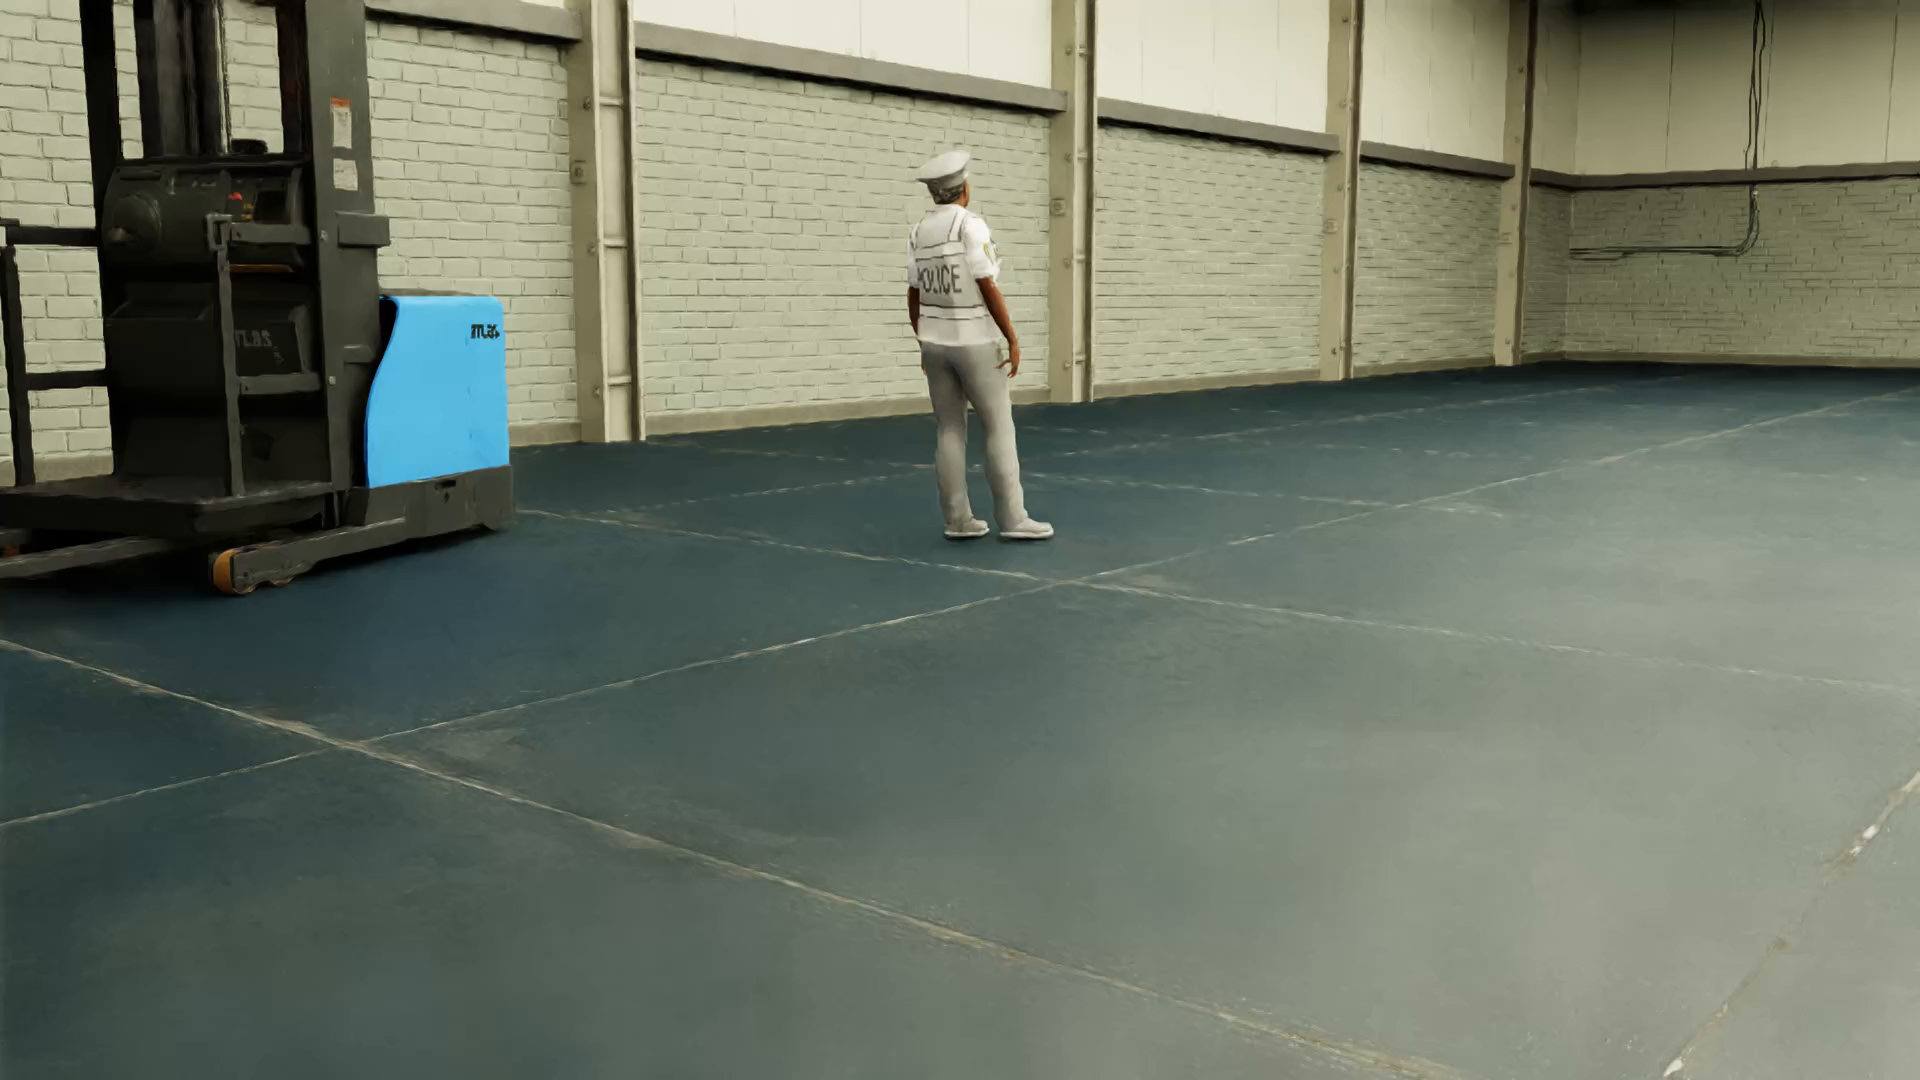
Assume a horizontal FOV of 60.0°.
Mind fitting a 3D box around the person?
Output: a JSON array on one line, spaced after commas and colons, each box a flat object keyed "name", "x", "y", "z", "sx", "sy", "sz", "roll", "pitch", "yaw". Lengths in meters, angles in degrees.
[{"name": "person", "x": 0.062, "y": -0.853, "z": 7.327, "sx": 0.570, "sy": 1.695, "sz": 0.529, "roll": 7, "pitch": 11, "yaw": 38}]

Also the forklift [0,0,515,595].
[{"name": "forklift", "x": -3.012, "y": -1.316, "z": 6.273, "sx": 1.130, "sy": 2.935, "sz": 3.031, "roll": 3, "pitch": 9, "yaw": 19}]
